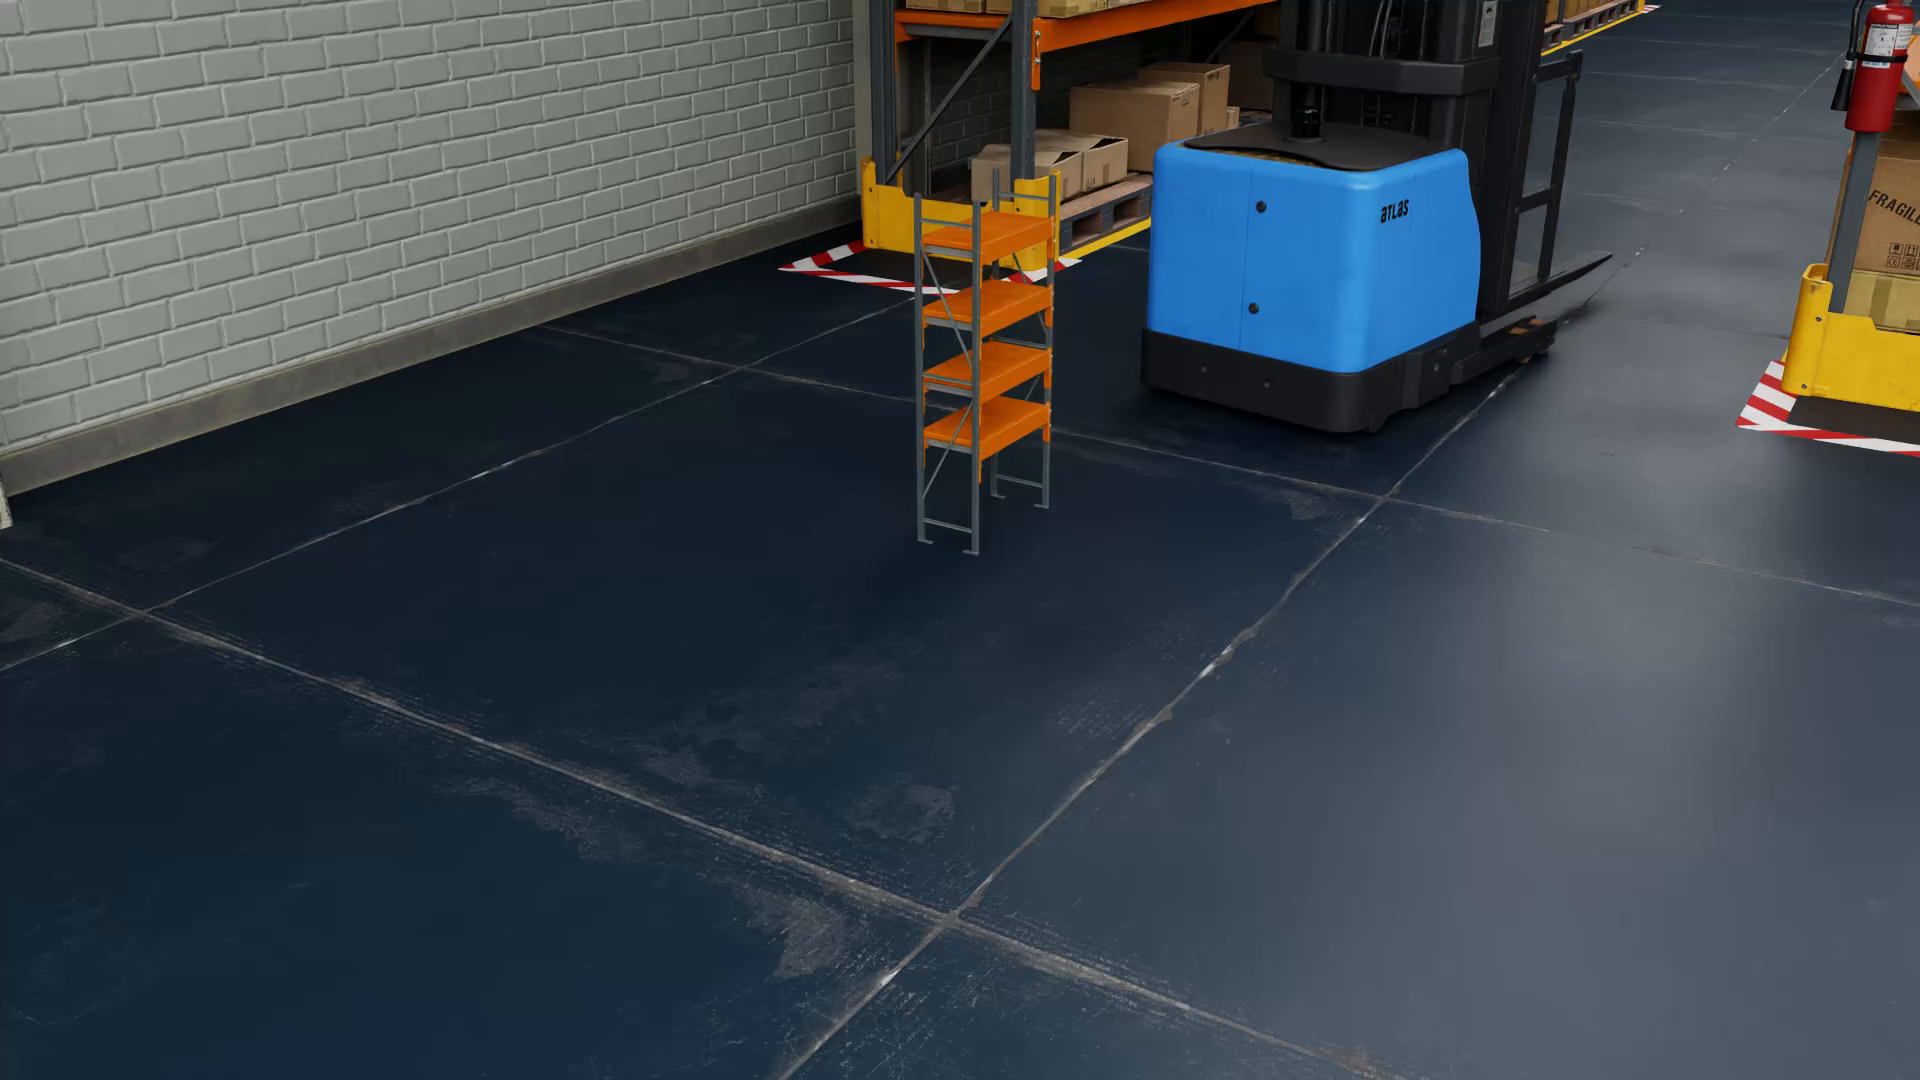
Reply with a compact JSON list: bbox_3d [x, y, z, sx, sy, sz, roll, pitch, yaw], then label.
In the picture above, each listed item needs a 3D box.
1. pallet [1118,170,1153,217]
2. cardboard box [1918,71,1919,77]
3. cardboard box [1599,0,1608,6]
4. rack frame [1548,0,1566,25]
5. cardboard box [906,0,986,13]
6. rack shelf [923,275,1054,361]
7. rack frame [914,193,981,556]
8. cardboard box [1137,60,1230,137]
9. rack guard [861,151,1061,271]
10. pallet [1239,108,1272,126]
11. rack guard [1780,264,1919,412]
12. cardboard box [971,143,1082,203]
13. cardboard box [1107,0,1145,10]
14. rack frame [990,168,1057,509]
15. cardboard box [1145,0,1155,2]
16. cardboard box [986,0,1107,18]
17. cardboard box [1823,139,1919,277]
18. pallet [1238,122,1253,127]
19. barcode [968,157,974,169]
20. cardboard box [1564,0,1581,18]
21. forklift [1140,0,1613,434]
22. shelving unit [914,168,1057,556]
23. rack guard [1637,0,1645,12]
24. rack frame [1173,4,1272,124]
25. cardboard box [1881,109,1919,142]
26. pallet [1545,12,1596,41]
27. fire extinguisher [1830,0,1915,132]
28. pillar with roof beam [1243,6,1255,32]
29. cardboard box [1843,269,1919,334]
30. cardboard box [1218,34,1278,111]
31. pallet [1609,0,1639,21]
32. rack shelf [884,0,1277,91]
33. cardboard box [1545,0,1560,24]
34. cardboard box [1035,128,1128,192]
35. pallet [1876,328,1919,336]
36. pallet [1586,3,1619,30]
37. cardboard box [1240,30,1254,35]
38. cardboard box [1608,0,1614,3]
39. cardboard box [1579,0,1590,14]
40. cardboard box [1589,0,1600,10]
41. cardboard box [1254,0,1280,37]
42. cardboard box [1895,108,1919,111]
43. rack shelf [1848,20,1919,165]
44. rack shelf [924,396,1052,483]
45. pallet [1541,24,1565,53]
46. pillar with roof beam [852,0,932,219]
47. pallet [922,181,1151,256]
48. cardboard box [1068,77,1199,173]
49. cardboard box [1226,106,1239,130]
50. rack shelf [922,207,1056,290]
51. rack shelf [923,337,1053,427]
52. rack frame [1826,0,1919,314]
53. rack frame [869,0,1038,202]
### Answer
[{"bbox_3d":[1.097,-2.427,11.090,1.003,0.211,1.213,14,27,29],"label":"pallet"},{"bbox_3d":[4.422,-2.168,6.856,0.700,0.500,0.500,14,27,29],"label":"cardboard box"},{"bbox_3d":[7.581,-6.854,20.424,0.700,0.500,0.500,13,27,27],"label":"cardboard box"},{"bbox_3d":[6.284,-7.054,18.269,1.000,3.000,0.127,14,27,29],"label":"rack frame"},{"bbox_3d":[0.036,-3.143,9.398,0.500,0.250,0.500,14,27,30],"label":"cardboard box"},{"bbox_3d":[0.087,-0.750,5.579,0.258,0.148,0.480,14,27,29],"label":"rack shelf"},{"bbox_3d":[-0.041,-0.524,5.450,0.240,1.200,0.015,14,27,29],"label":"rack frame"},{"bbox_3d":[1.551,-3.050,11.613,0.500,0.500,0.500,12,26,25],"label":"cardboard box"},{"bbox_3d":[-0.006,-1.883,9.469,1.175,0.500,0.348,14,27,29],"label":"rack guard"},{"bbox_3d":[2.474,-3.338,13.194,1.003,0.211,1.213,14,27,29],"label":"pallet"},{"bbox_3d":[4.152,-0.812,6.996,1.175,0.500,0.348,14,27,29],"label":"rack guard"},{"bbox_3d":[0.396,-2.187,9.856,0.500,0.311,0.500,11,26,23],"label":"cardboard box"},{"bbox_3d":[0.743,-3.221,9.578,0.500,0.250,0.500,13,27,27],"label":"cardboard box"},{"bbox_3d":[0.216,-0.689,5.831,0.240,1.200,0.015,14,27,29],"label":"rack frame"},{"bbox_3d":[1.017,-3.392,9.972,0.500,0.250,0.500,13,27,28],"label":"cardboard box"},{"bbox_3d":[0.481,-3.043,9.166,0.500,0.250,0.500,13,27,27],"label":"cardboard box"},{"bbox_3d":[4.195,-1.486,7.395,0.500,0.500,0.500,14,27,29],"label":"cardboard box"},{"bbox_3d":[1.740,-2.840,12.045,1.003,0.211,1.213,14,27,29],"label":"pallet"},{"bbox_3d":[0.065,-2.281,10.062,0.001,0.075,0.075,14,27,29],"label":"barcode"},{"bbox_3d":[6.766,-6.331,19.216,0.700,0.500,0.500,14,27,30],"label":"cardboard box"},{"bbox_3d":[2.130,-2.270,7.304,1.130,2.935,3.031,20,30,38],"label":"forklift"},{"bbox_3d":[0.087,-0.606,5.641,0.258,1.200,0.503,14,27,29],"label":"shelving unit"},{"bbox_3d":[8.407,-7.265,21.903,1.175,0.500,0.348,14,27,29],"label":"rack guard"},{"bbox_3d":[2.064,-4.354,12.032,1.000,3.000,0.127,14,27,29],"label":"rack frame"},{"bbox_3d":[4.710,-1.826,8.181,0.500,0.500,0.500,14,27,29],"label":"cardboard box"},{"bbox_3d":[6.752,-6.015,19.378,1.003,0.211,1.213,14,27,29],"label":"pallet"},{"bbox_3d":[3.708,-1.989,6.667,0.296,0.674,0.183,14,27,29],"label":"fire extinguisher"},{"bbox_3d":[6.411,-7.298,11.280,9.100,9.000,0.400,14,27,29],"label":"pillar with roof beam"},{"bbox_3d":[4.197,-1.141,7.543,0.500,0.250,0.500,14,27,29],"label":"cardboard box"},{"bbox_3d":[2.438,-3.661,13.023,0.700,0.500,0.500,15,28,31],"label":"cardboard box"},{"bbox_3d":[8.039,-6.838,21.281,1.003,0.211,1.213,14,27,29],"label":"pallet"},{"bbox_3d":[1.009,-3.349,10.616,1.077,0.370,4.000,14,27,29],"label":"rack shelf"},{"bbox_3d":[6.052,-6.014,18.043,0.750,0.750,0.750,14,27,30],"label":"cardboard box"},{"bbox_3d":[0.696,-2.379,10.301,0.500,0.311,0.500,16,28,33],"label":"cardboard box"},{"bbox_3d":[4.533,-0.955,7.689,1.003,0.211,1.213,14,27,29],"label":"pallet"},{"bbox_3d":[7.394,-6.428,20.333,1.003,0.211,1.213,14,27,29],"label":"pallet"},{"bbox_3d":[2.668,-3.846,13.450,0.700,0.500,0.500,13,27,28],"label":"cardboard box"},{"bbox_3d":[7.846,-7.024,20.817,0.700,0.500,0.500,14,27,29],"label":"cardboard box"},{"bbox_3d":[7.034,-6.500,19.606,0.700,0.500,0.500,14,27,28],"label":"cardboard box"},{"bbox_3d":[7.306,-6.672,20.005,0.700,0.500,0.500,15,27,30],"label":"cardboard box"},{"bbox_3d":[2.668,-4.154,13.219,0.500,0.250,0.500,13,27,28],"label":"cardboard box"},{"bbox_3d":[4.975,-1.995,8.570,0.500,0.500,0.500,14,27,29],"label":"cardboard box"},{"bbox_3d":[5.220,-2.312,8.221,1.077,0.370,4.000,14,27,29],"label":"rack shelf"},{"bbox_3d":[0.087,-0.363,5.746,0.258,0.148,0.480,14,27,29],"label":"rack shelf"},{"bbox_3d":[5.941,-5.498,18.185,1.003,0.211,1.213,14,27,29],"label":"pallet"},{"bbox_3d":[3.246,-5.273,6.602,9.100,9.000,0.400,14,27,29],"label":"pillar with roof beam"},{"bbox_3d":[0.453,-2.017,10.143,1.003,0.211,1.213,14,27,29],"label":"pallet"},{"bbox_3d":[1.126,-2.703,10.811,0.700,0.500,0.500,12,26,26],"label":"cardboard box"},{"bbox_3d":[1.808,-3.069,12.076,0.380,0.166,0.250,10,25,22],"label":"cardboard box"},{"bbox_3d":[0.087,-0.967,5.485,0.258,0.148,0.480,14,27,29],"label":"rack shelf"},{"bbox_3d":[0.087,-0.545,5.667,0.258,0.148,0.480,14,27,29],"label":"rack shelf"},{"bbox_3d":[4.165,-1.967,6.519,1.000,3.000,0.127,14,27,29],"label":"rack frame"},{"bbox_3d":[-0.046,-3.004,8.914,1.000,3.000,0.127,14,27,29],"label":"rack frame"}]
